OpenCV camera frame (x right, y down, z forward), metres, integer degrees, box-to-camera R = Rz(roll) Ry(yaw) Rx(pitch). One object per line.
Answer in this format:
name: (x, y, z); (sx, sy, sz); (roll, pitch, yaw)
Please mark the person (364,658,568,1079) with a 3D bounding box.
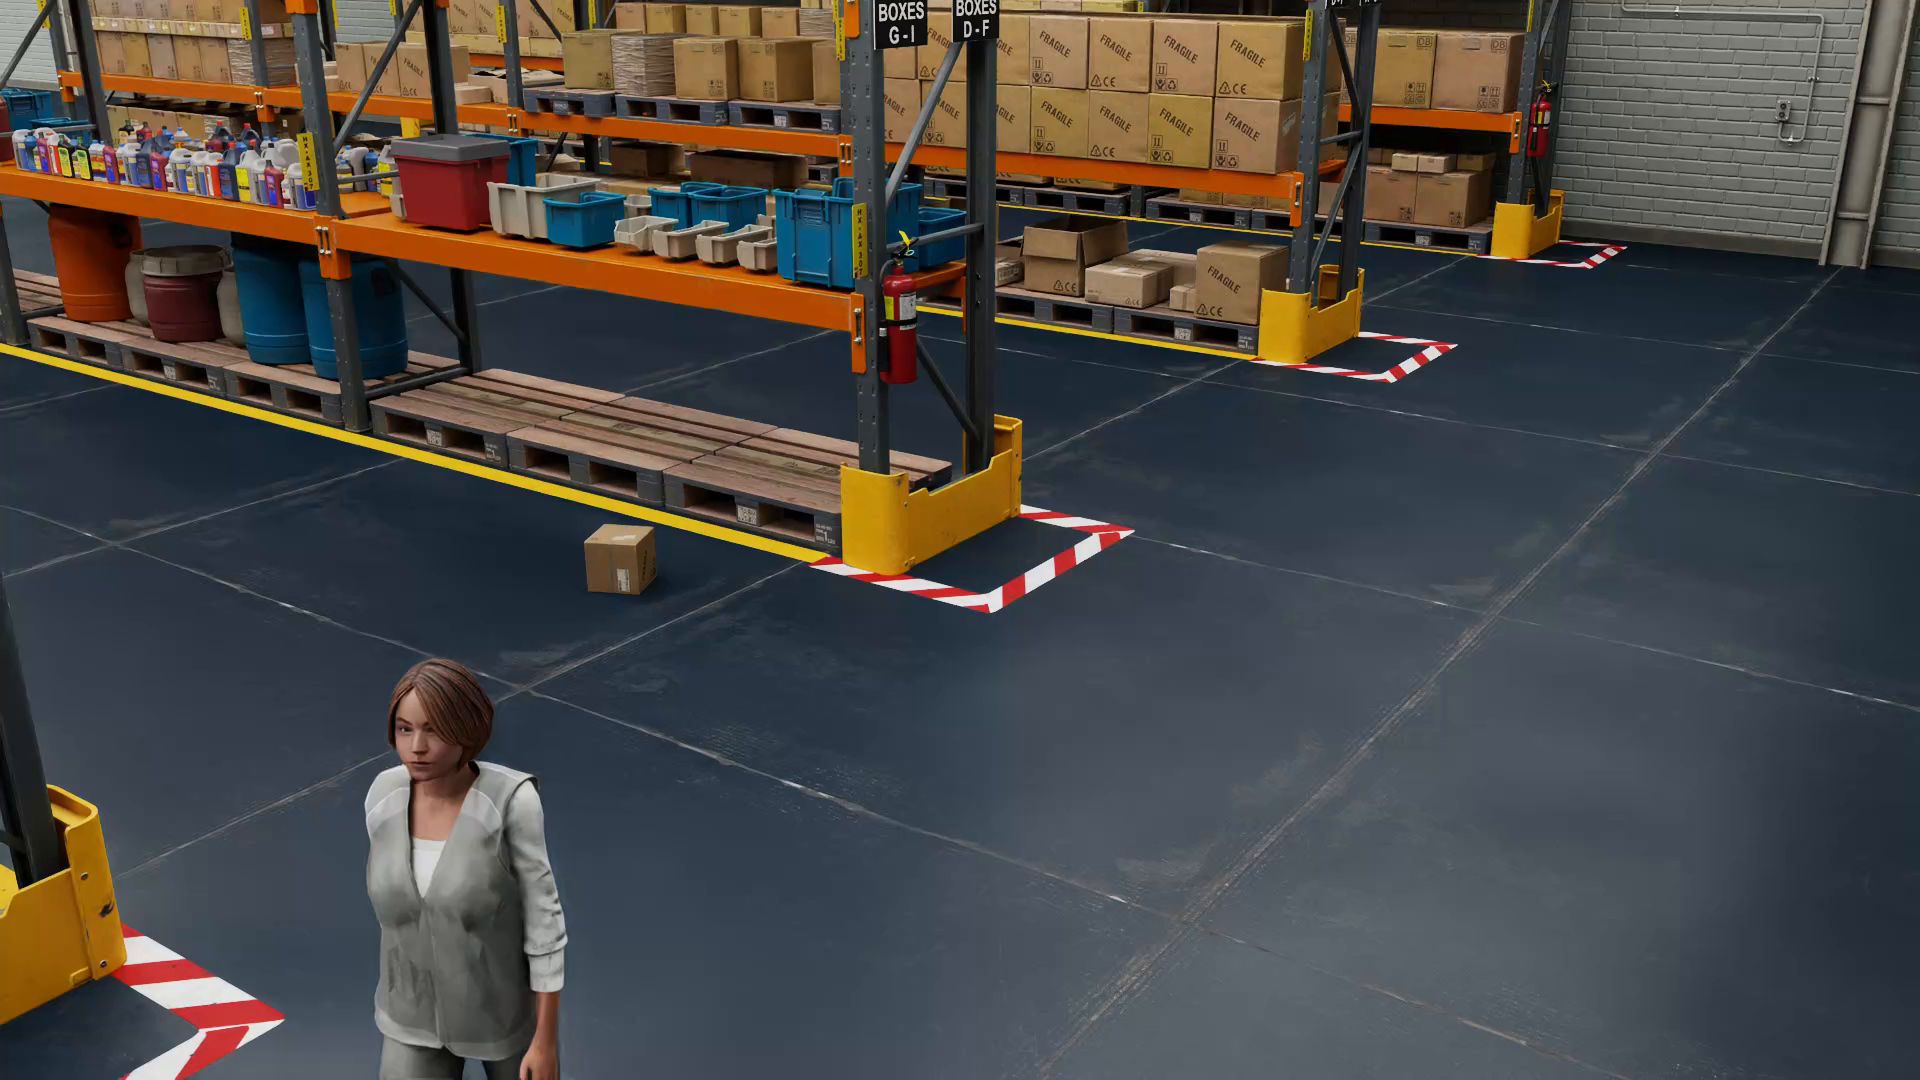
person: (-0.992, 0.970, 3.446); (0.419, 1.535, 0.896); (1, 20, 1)
